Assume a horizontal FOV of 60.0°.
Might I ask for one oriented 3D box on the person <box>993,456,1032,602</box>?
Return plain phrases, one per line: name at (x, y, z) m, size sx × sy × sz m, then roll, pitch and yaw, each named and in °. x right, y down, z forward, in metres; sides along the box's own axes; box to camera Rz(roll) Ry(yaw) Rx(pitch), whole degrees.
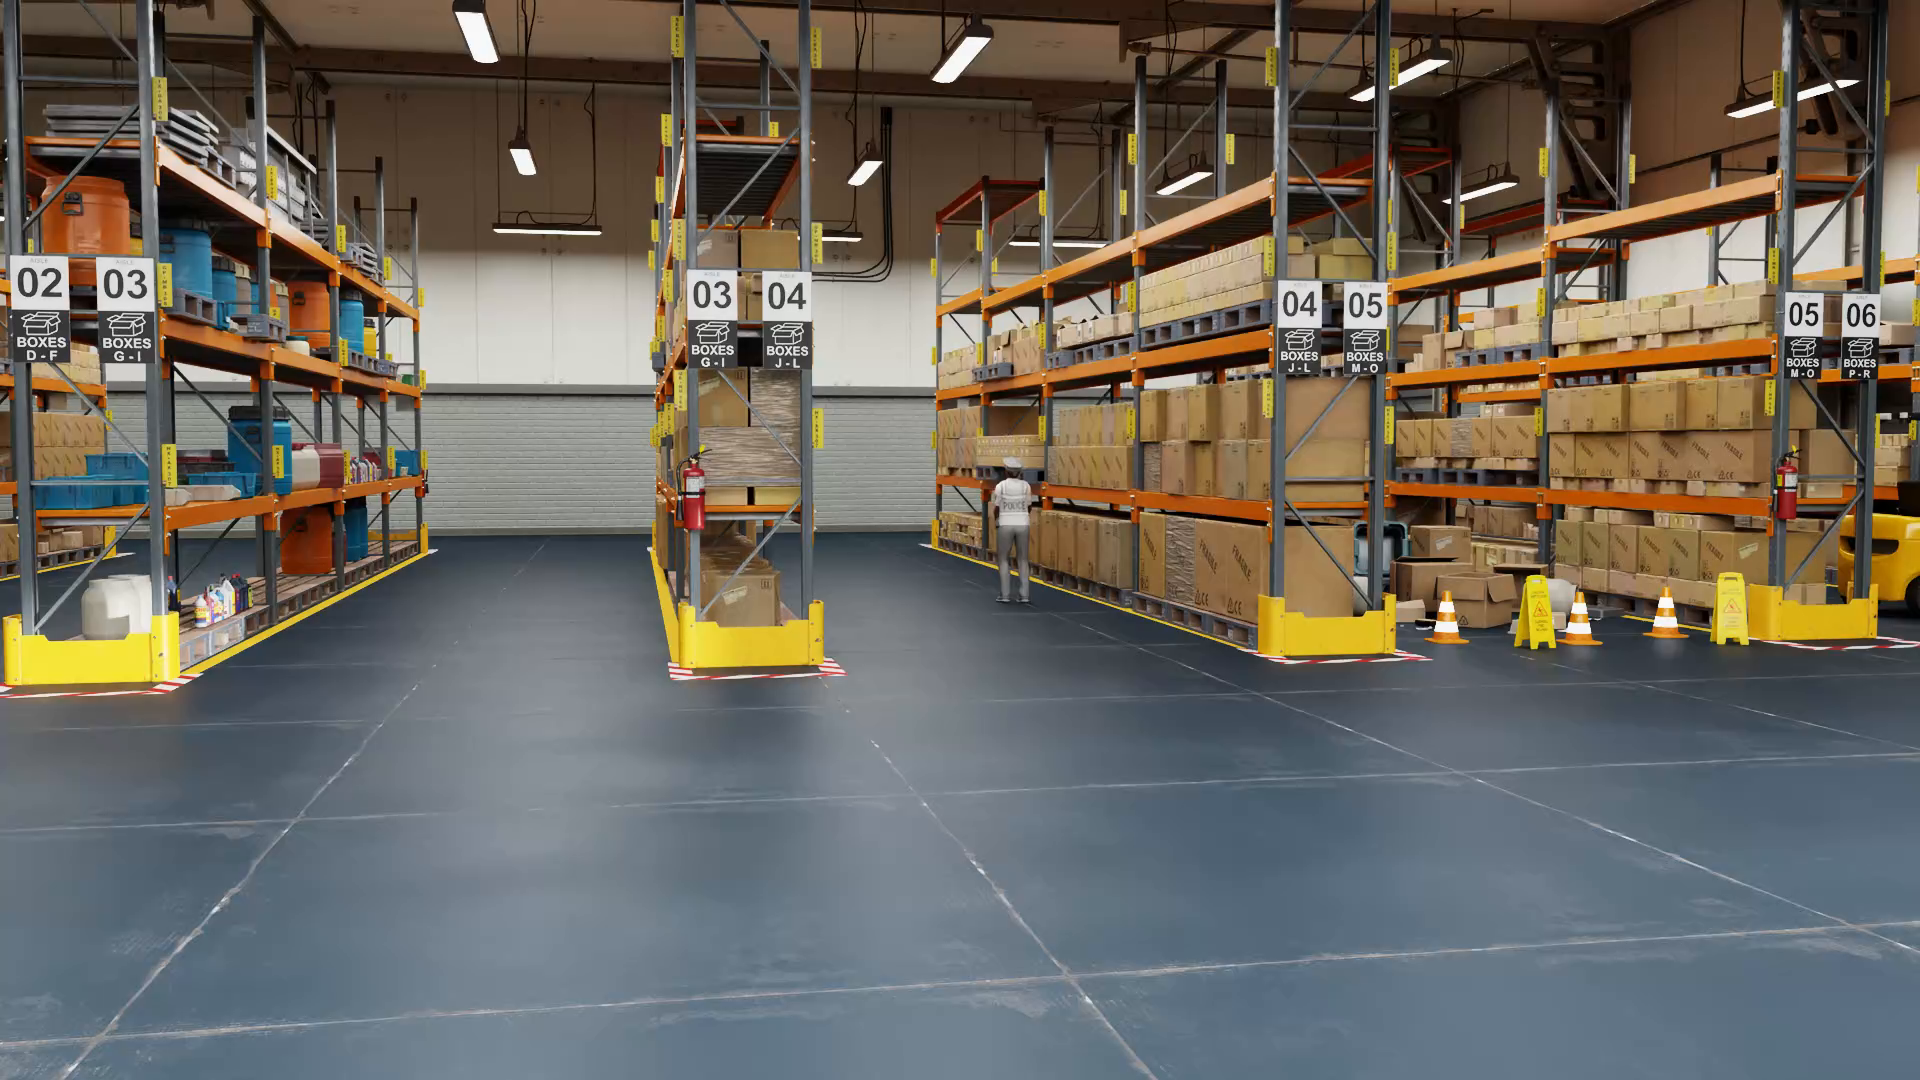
person at (0.598, -0.125, 19.175) m, size 0.449 × 1.688 × 0.535 m, roll -1°, pitch 3°, yaw -11°
